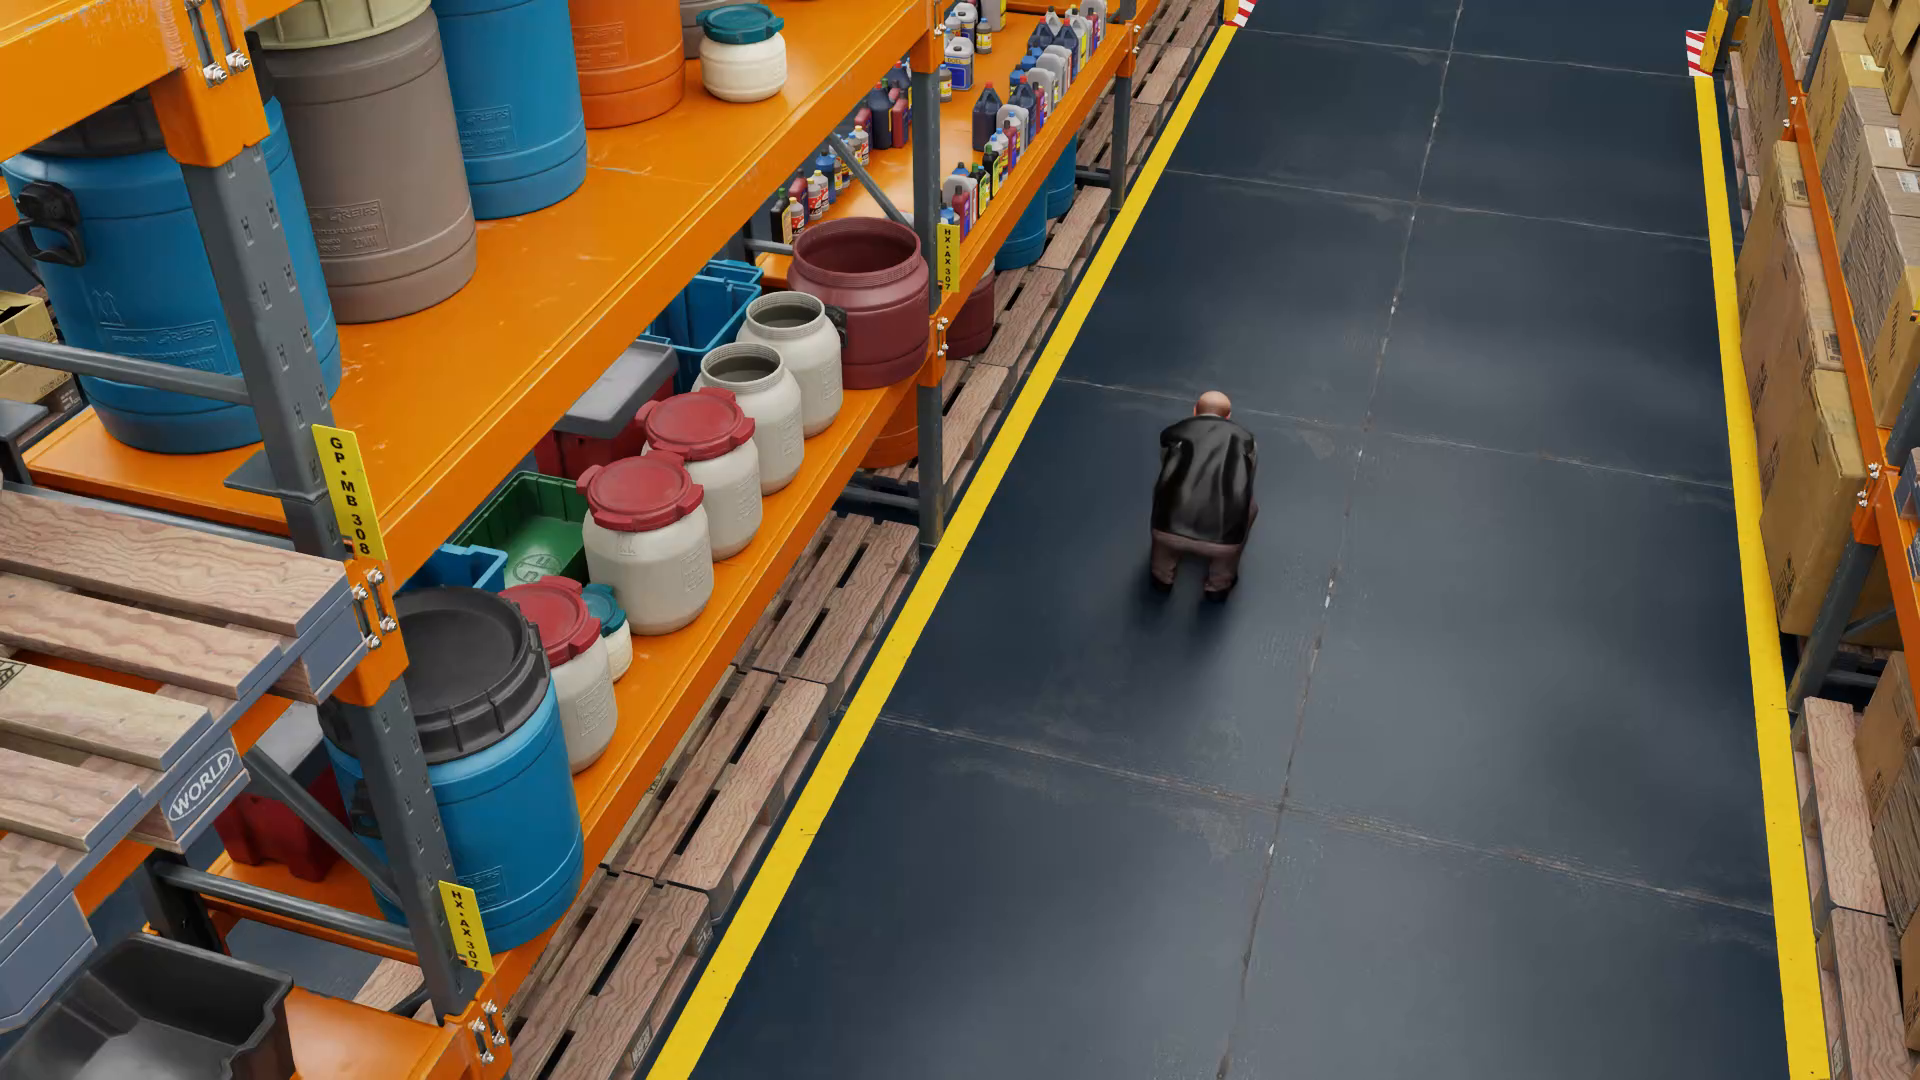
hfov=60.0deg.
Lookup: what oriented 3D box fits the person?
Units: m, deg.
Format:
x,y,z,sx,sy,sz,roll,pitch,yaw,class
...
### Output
x,y,z,sx,sy,sz,roll,pitch,yaw,class
1.169,-0.173,8.000,0.516,0.815,0.924,10,38,13,person
